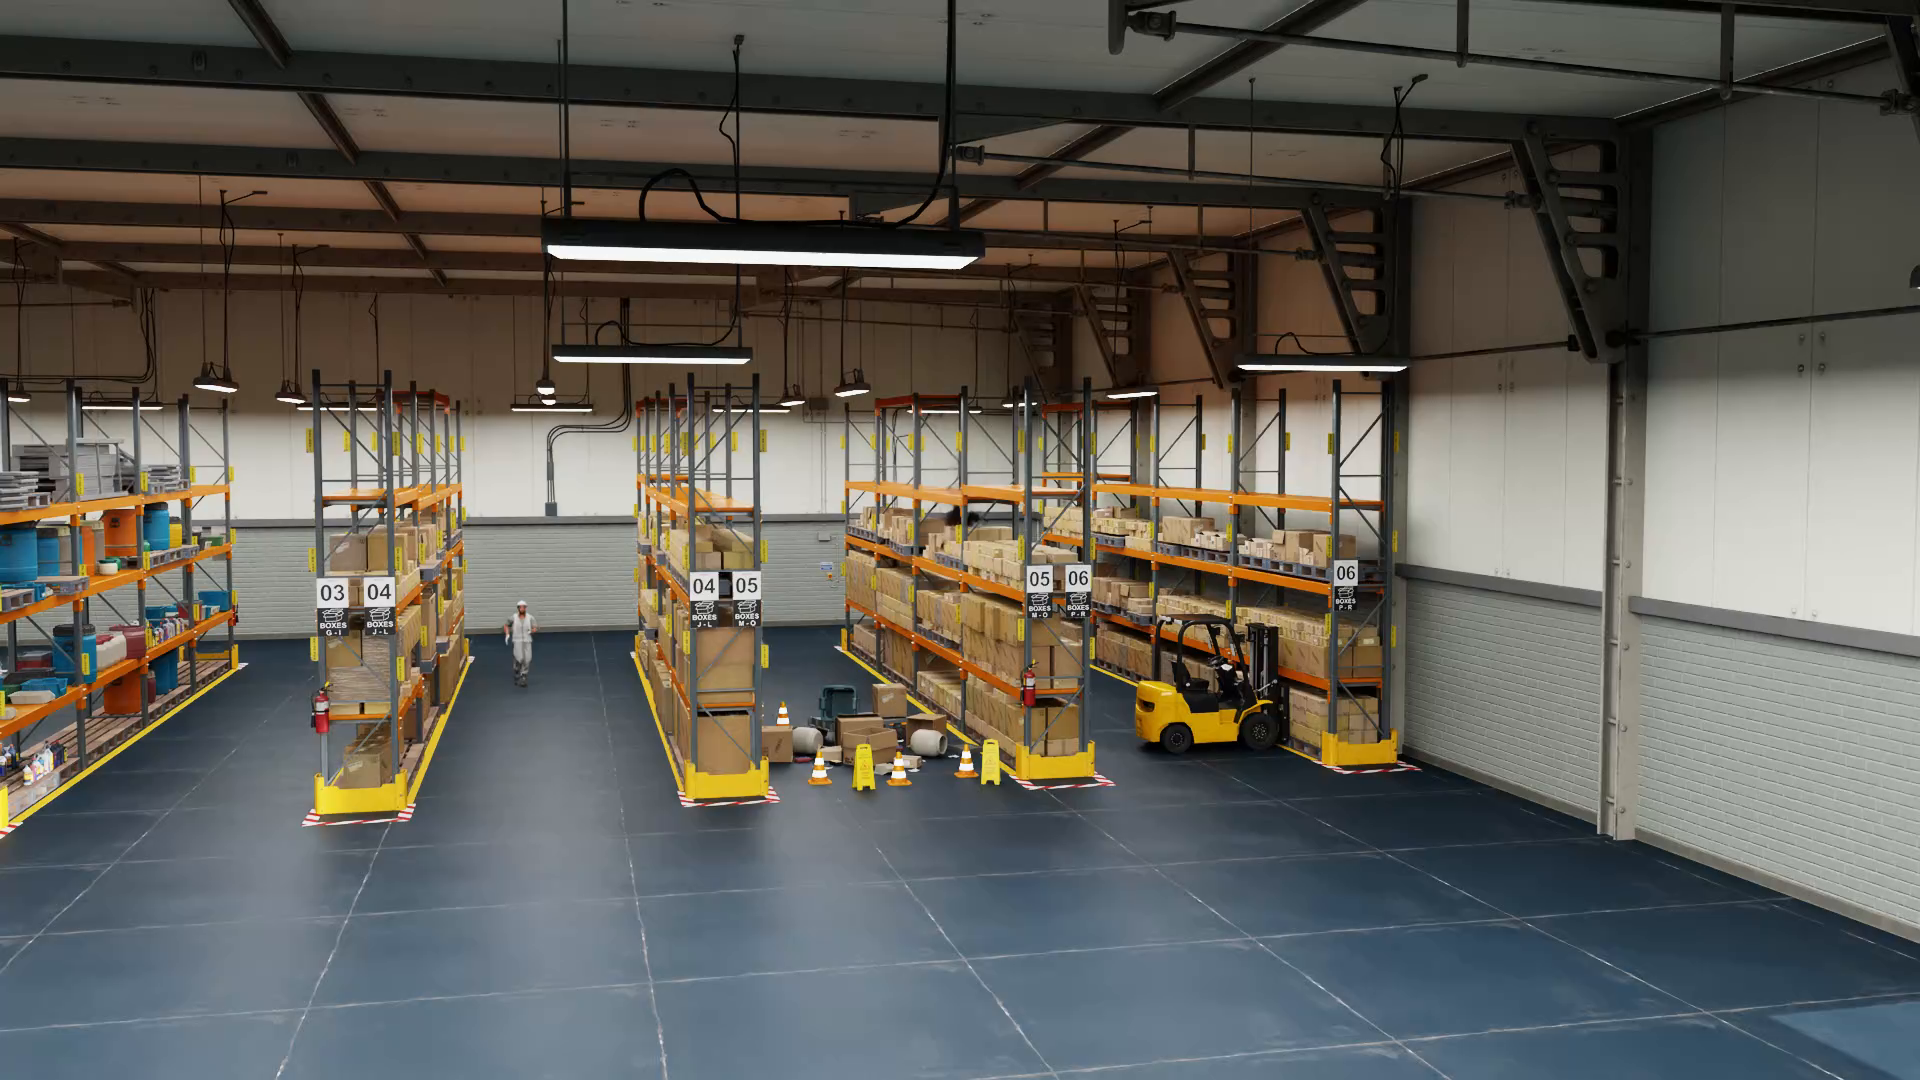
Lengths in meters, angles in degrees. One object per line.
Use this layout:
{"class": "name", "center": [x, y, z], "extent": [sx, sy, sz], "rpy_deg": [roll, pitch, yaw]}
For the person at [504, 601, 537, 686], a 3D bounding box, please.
{"class": "person", "center": [-9.009, 2.130, 34.211], "extent": [0.641, 1.755, 0.667], "rpy_deg": [-2, 4, -25]}
